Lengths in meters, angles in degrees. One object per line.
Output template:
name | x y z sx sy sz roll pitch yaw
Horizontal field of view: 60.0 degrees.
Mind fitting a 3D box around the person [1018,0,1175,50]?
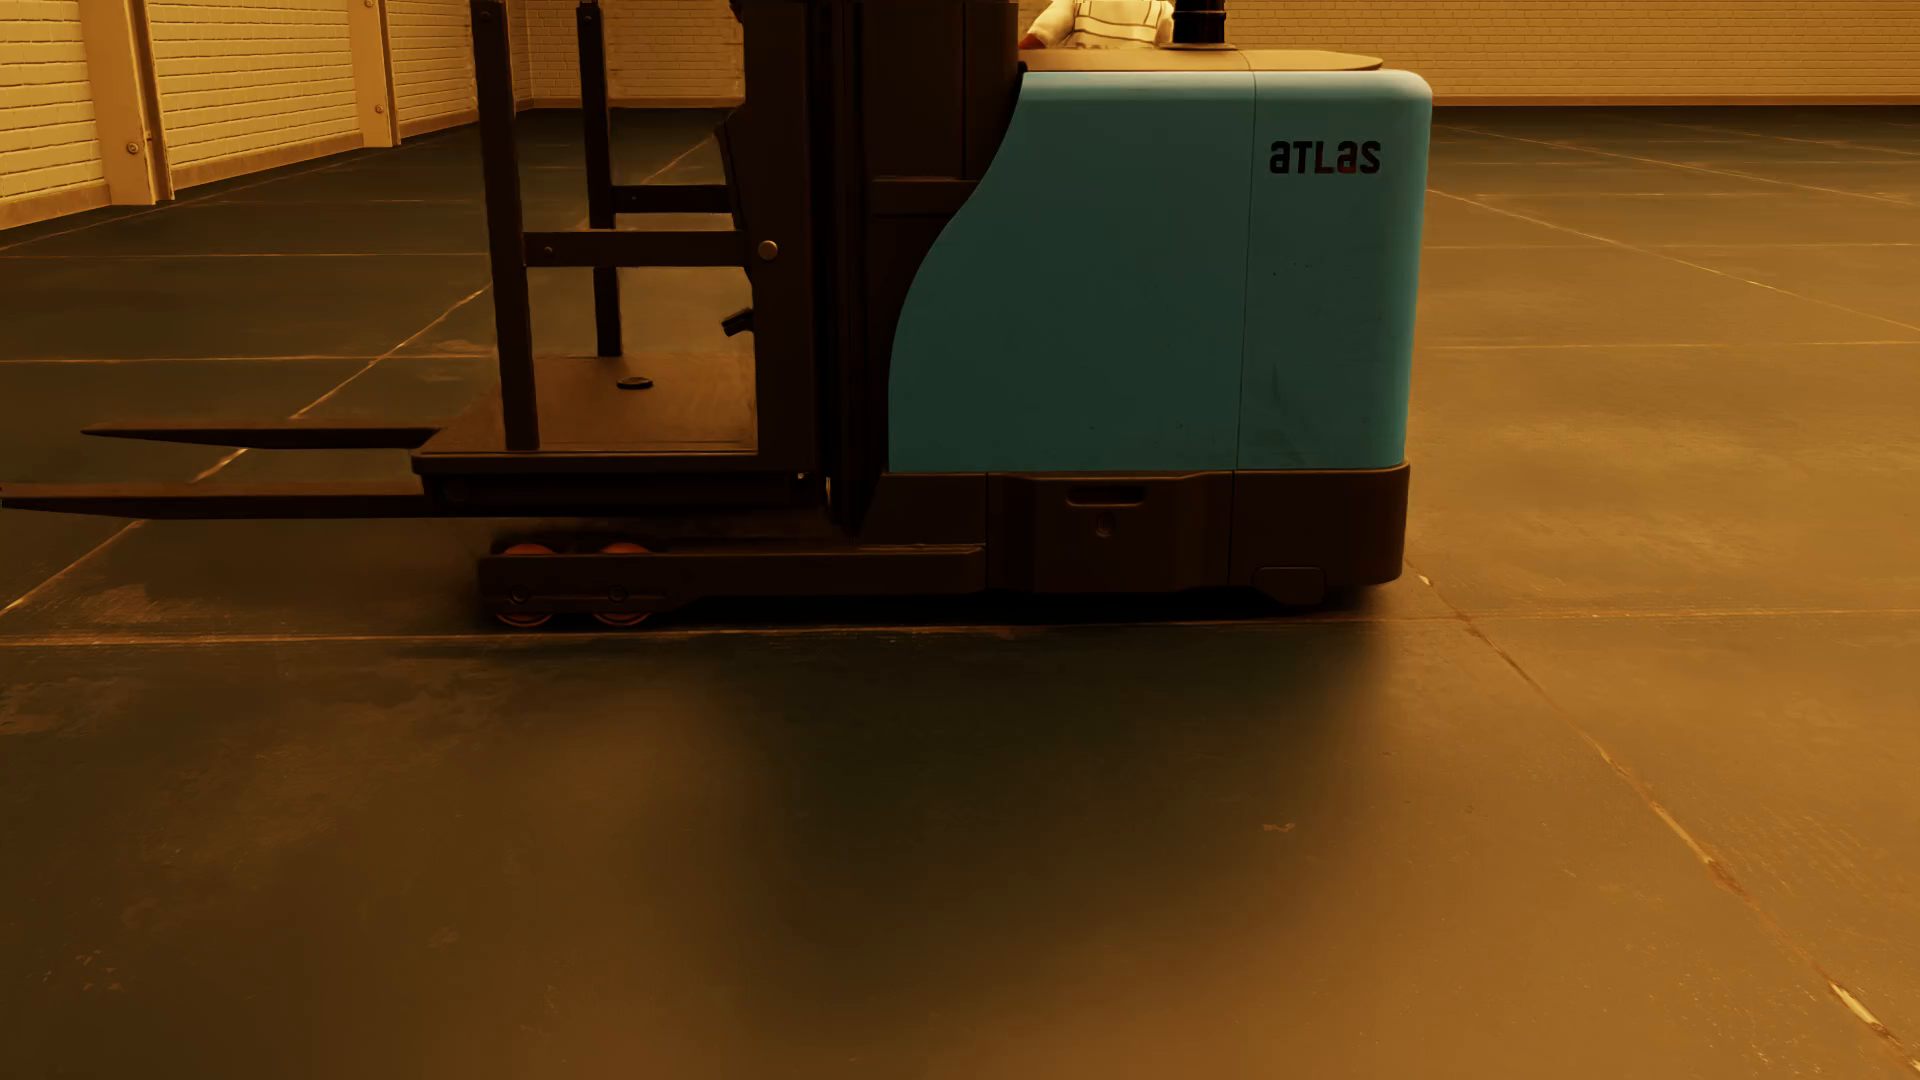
person | 0.514 -1.512 6.250 0.772 1.557 0.520 5 18 15

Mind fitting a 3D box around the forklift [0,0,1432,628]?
forklift | -0.608 -1.383 3.428 3.031 2.935 1.130 0 17 -1
